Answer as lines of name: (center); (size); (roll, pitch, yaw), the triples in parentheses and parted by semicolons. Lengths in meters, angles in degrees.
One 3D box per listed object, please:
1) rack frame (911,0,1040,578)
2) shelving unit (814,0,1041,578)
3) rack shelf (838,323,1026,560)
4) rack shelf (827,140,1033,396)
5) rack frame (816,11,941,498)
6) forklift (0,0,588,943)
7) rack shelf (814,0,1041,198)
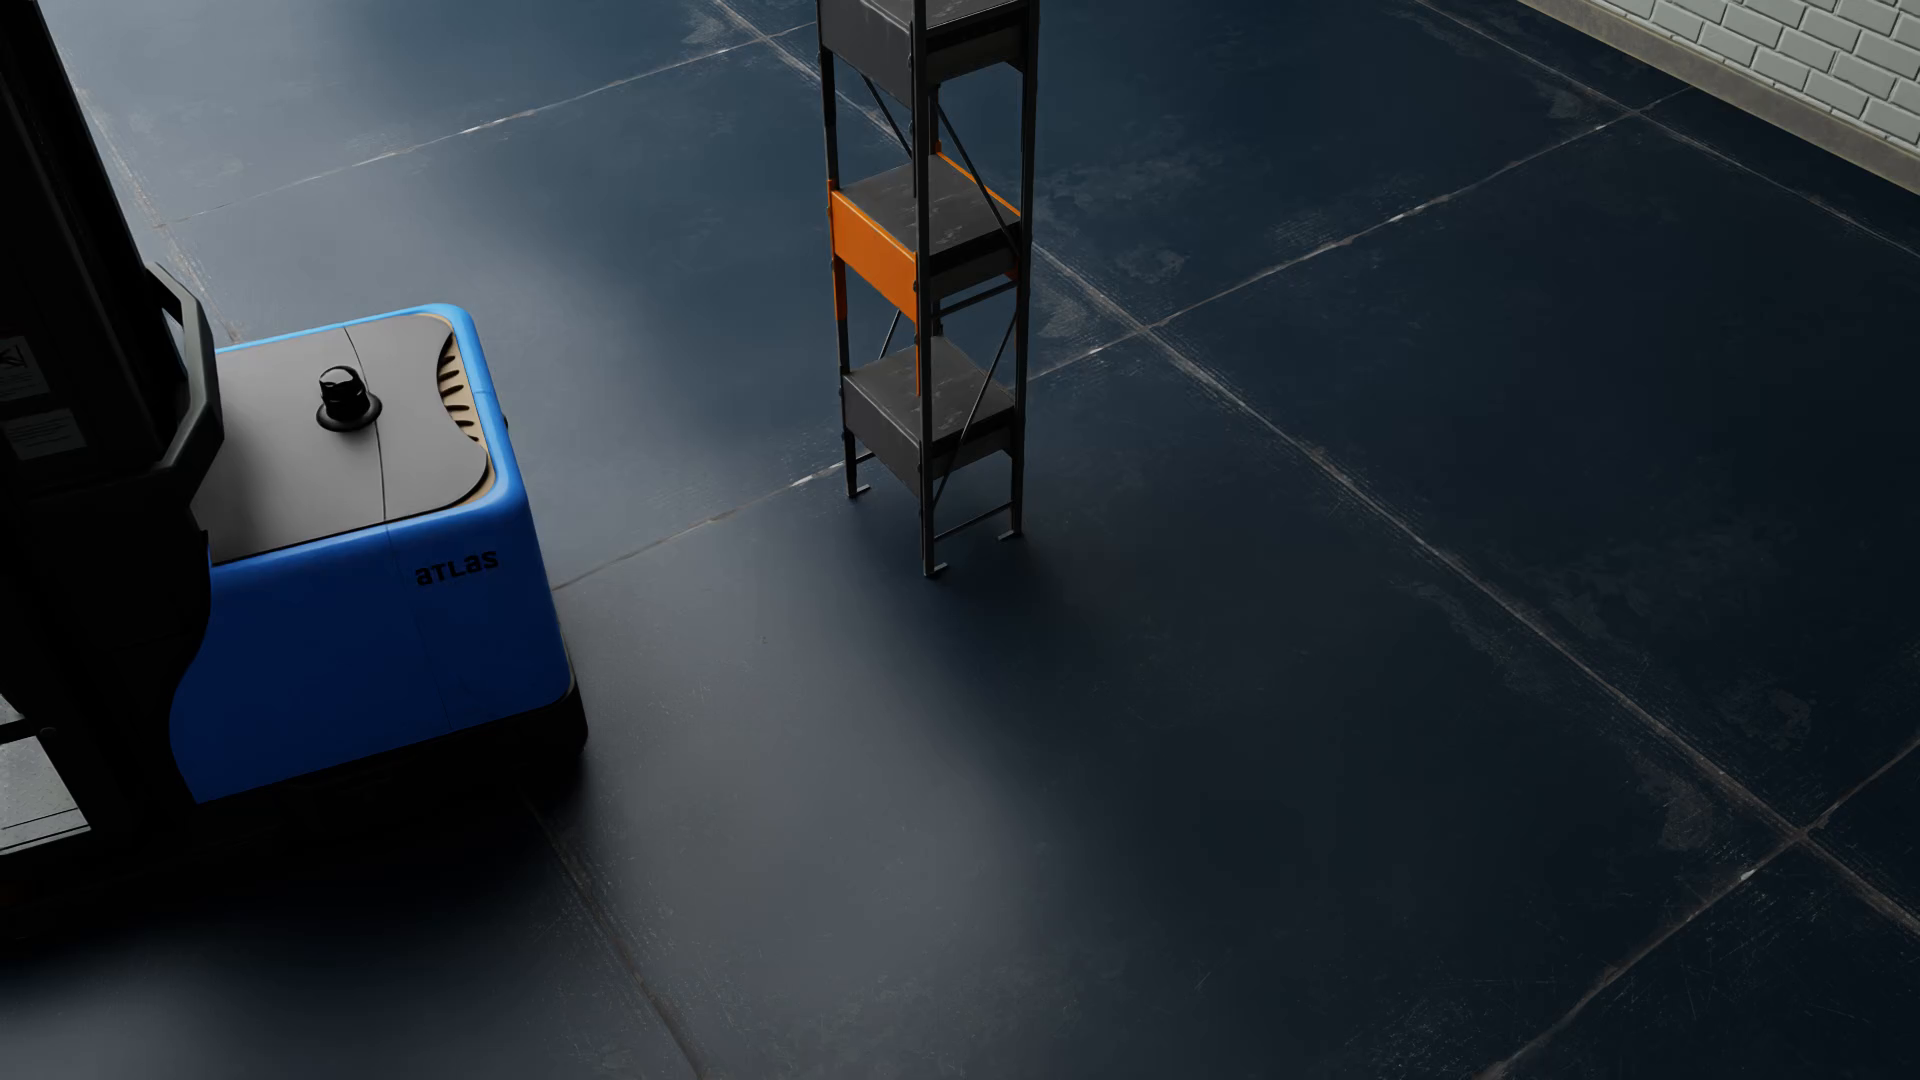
rack frame: (0.045, -0.715, 4.978); (0.400, 2.100, 0.015); (-26, 49, -24)
shelving unit: (-0.095, -0.853, 5.123); (0.431, 2.100, 0.503); (-26, 49, -24)
rack shelf: (-0.095, -0.337, 5.616); (0.431, 0.518, 0.480); (-26, 49, -24)
rack shelf: (-0.095, -0.843, 5.133); (0.431, 0.518, 0.480); (-26, 49, -24)
rack frame: (-0.234, -0.991, 5.268); (0.400, 2.100, 0.015); (-26, 49, -24)
forklift: (-2.694, -0.325, 3.968); (3.031, 2.935, 1.130); (-15, 46, -15)
rack shelf: (-0.095, -1.350, 4.649); (0.431, 0.518, 0.480); (-26, 49, -24)
